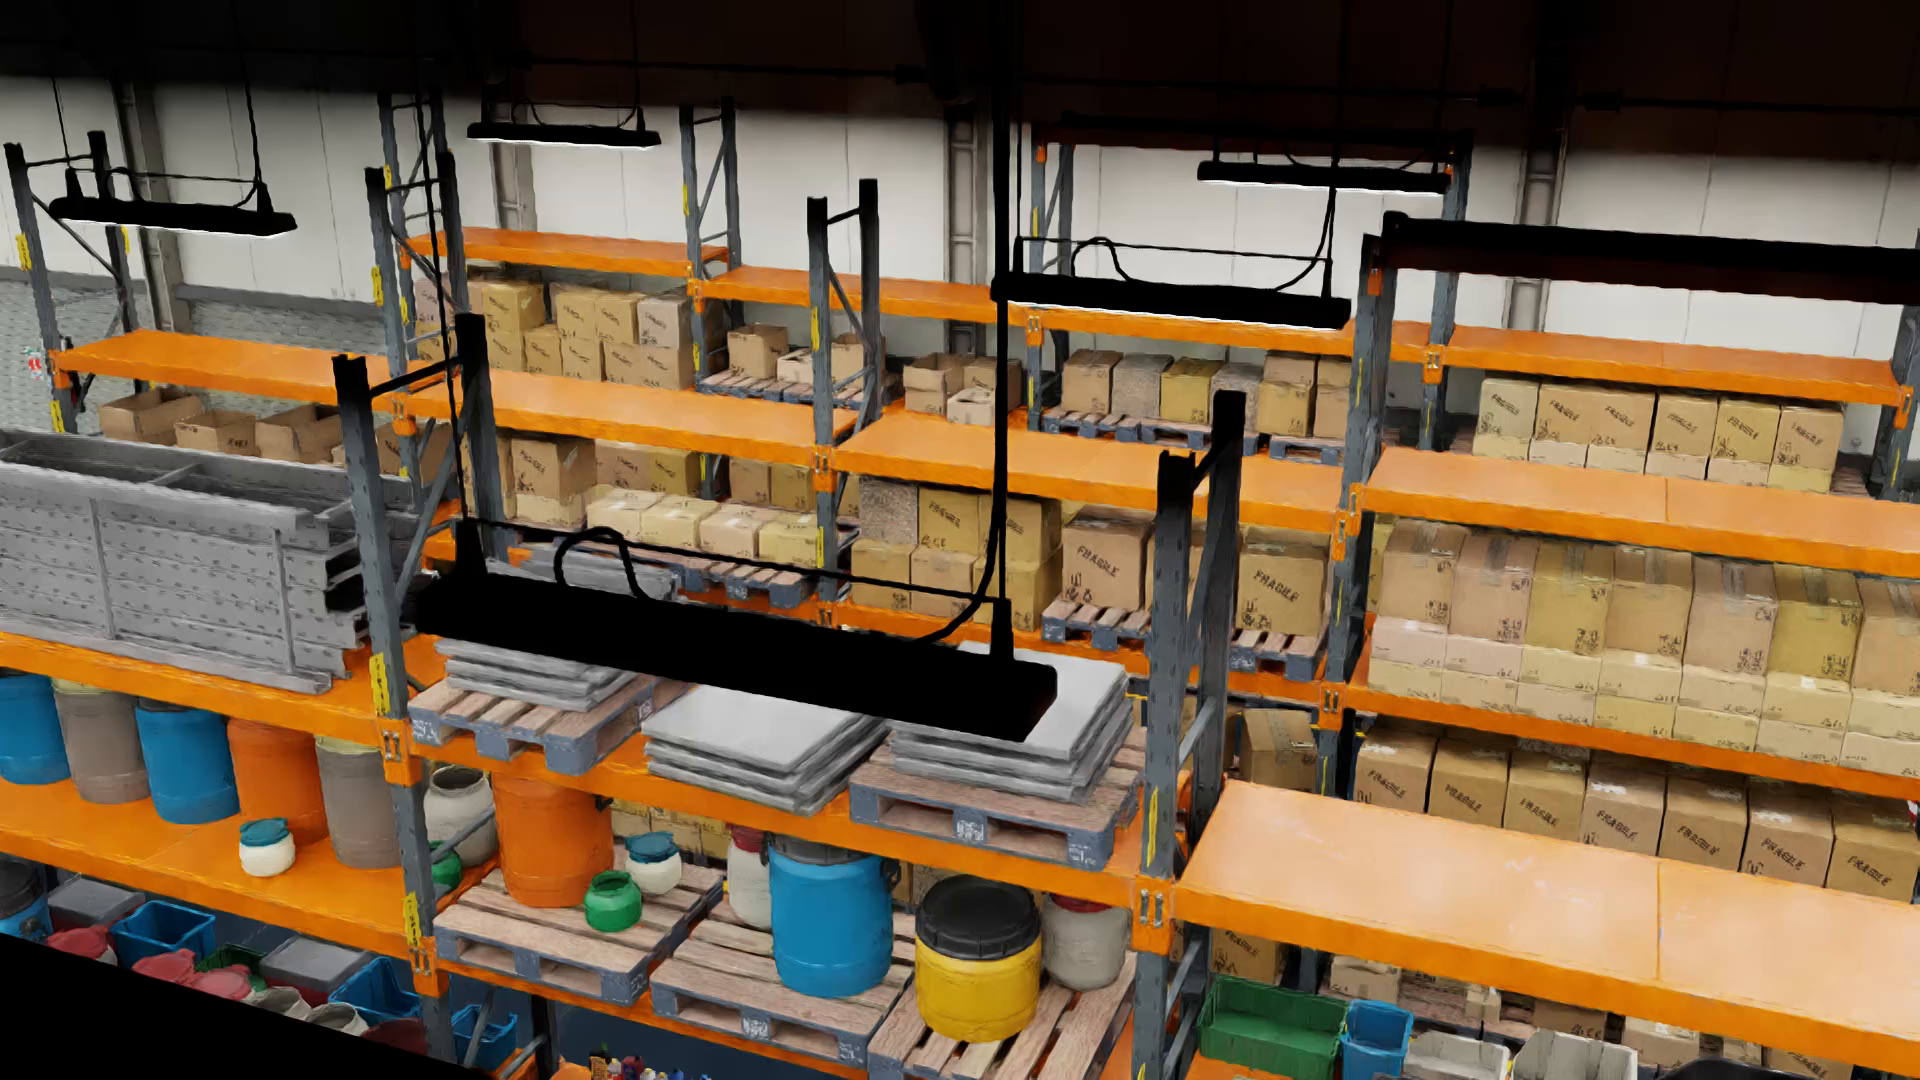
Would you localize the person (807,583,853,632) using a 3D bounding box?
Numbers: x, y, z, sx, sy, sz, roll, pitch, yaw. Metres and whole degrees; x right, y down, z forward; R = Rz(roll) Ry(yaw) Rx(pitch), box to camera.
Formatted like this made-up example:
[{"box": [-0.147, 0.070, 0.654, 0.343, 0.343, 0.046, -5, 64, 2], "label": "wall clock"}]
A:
[{"box": [-1.381, 0.889, 17.611, 1.029, 1.724, 0.554, 5, 21, 13], "label": "person"}]
